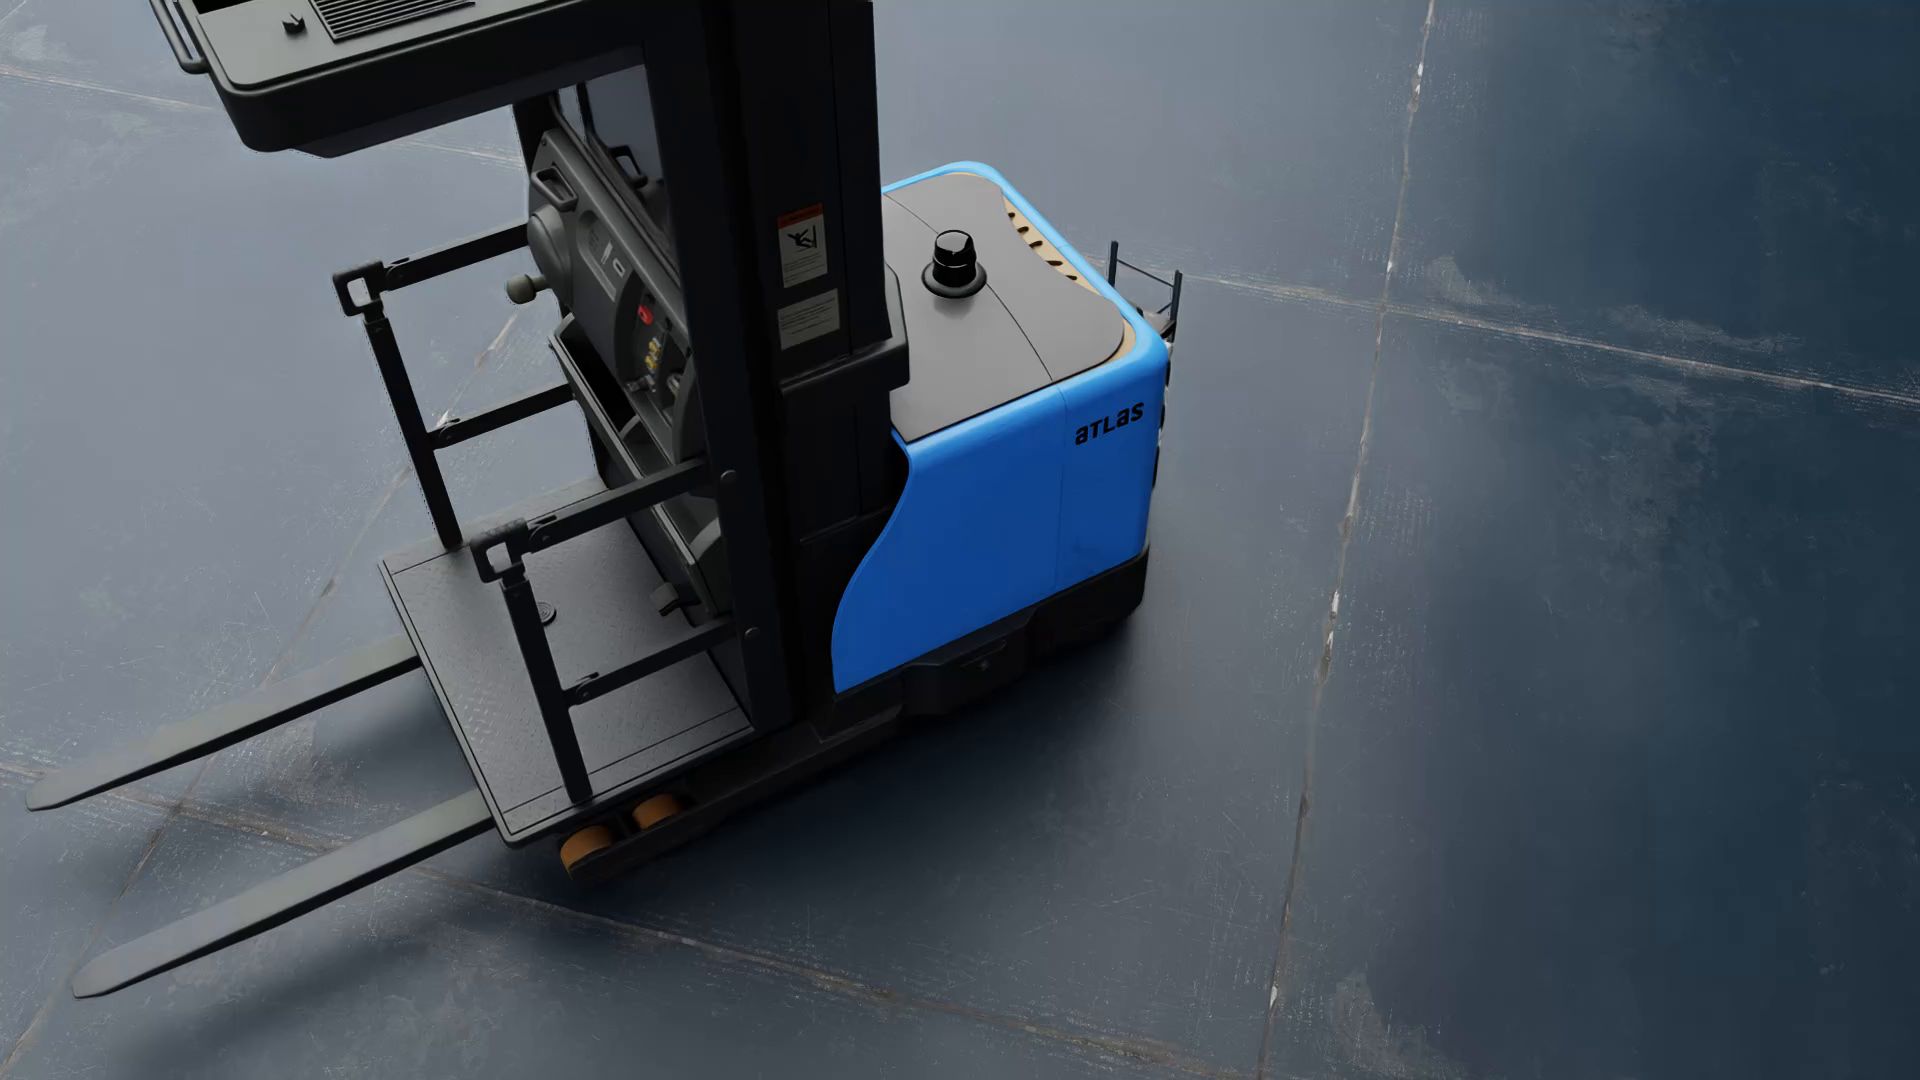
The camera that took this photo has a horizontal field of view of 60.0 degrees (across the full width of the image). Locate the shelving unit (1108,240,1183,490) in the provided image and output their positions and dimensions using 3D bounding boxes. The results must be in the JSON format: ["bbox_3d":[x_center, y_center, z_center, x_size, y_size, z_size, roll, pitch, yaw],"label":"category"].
[{"bbox_3d":[0.474,-0.456,5.052,0.258,0.900,0.210,30,55,24],"label":"shelving unit"}]

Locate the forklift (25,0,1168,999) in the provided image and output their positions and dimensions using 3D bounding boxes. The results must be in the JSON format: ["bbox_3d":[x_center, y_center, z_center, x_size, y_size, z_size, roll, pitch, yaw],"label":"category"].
[{"bbox_3d":[-0.980,-0.510,3.745,3.031,2.935,1.130,-24,53,-19],"label":"forklift"}]

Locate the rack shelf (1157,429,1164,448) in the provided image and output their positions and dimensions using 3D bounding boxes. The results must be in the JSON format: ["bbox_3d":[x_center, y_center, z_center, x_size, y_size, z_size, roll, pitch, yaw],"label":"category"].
[{"bbox_3d":[0.474,-0.315,5.212,0.258,0.077,0.200,30,55,24],"label":"rack shelf"}]

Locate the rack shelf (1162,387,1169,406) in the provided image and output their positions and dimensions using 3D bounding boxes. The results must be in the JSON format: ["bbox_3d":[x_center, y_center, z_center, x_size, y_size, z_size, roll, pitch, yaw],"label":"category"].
[{"bbox_3d":[0.474,-0.434,5.077,0.258,0.077,0.200,30,55,24],"label":"rack shelf"}]

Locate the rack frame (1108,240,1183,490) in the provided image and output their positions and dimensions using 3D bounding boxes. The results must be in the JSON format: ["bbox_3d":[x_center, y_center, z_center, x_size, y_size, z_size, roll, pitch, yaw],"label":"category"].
[{"bbox_3d":[0.536,-0.517,5.106,0.240,0.900,0.006,30,55,24],"label":"rack frame"}]

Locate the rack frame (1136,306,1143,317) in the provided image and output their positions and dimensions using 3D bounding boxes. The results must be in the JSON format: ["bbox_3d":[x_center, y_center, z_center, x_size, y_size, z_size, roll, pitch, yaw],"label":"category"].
[{"bbox_3d":[0.412,-0.396,4.999,0.240,0.900,0.006,30,55,24],"label":"rack frame"}]

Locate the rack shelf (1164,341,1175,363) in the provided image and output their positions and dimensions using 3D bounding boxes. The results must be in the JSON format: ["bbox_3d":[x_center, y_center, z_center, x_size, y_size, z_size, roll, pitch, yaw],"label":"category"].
[{"bbox_3d":[0.474,-0.553,4.942,0.258,0.077,0.200,30,55,24],"label":"rack shelf"}]

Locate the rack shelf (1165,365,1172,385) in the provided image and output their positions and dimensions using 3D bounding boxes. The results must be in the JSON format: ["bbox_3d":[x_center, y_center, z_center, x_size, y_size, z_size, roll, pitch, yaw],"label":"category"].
[{"bbox_3d":[0.474,-0.494,5.010,0.258,0.077,0.200,30,55,24],"label":"rack shelf"}]

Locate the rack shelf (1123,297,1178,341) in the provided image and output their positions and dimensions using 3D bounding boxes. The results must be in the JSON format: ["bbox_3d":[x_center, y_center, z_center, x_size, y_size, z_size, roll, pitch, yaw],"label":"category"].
[{"bbox_3d":[0.474,-0.613,4.875,0.258,0.077,0.200,30,55,24],"label":"rack shelf"}]

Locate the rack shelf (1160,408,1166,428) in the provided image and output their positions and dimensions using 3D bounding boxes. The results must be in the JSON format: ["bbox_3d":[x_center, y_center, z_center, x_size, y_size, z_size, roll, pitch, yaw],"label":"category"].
[{"bbox_3d":[0.474,-0.374,5.145,0.258,0.077,0.200,30,55,24],"label":"rack shelf"}]
